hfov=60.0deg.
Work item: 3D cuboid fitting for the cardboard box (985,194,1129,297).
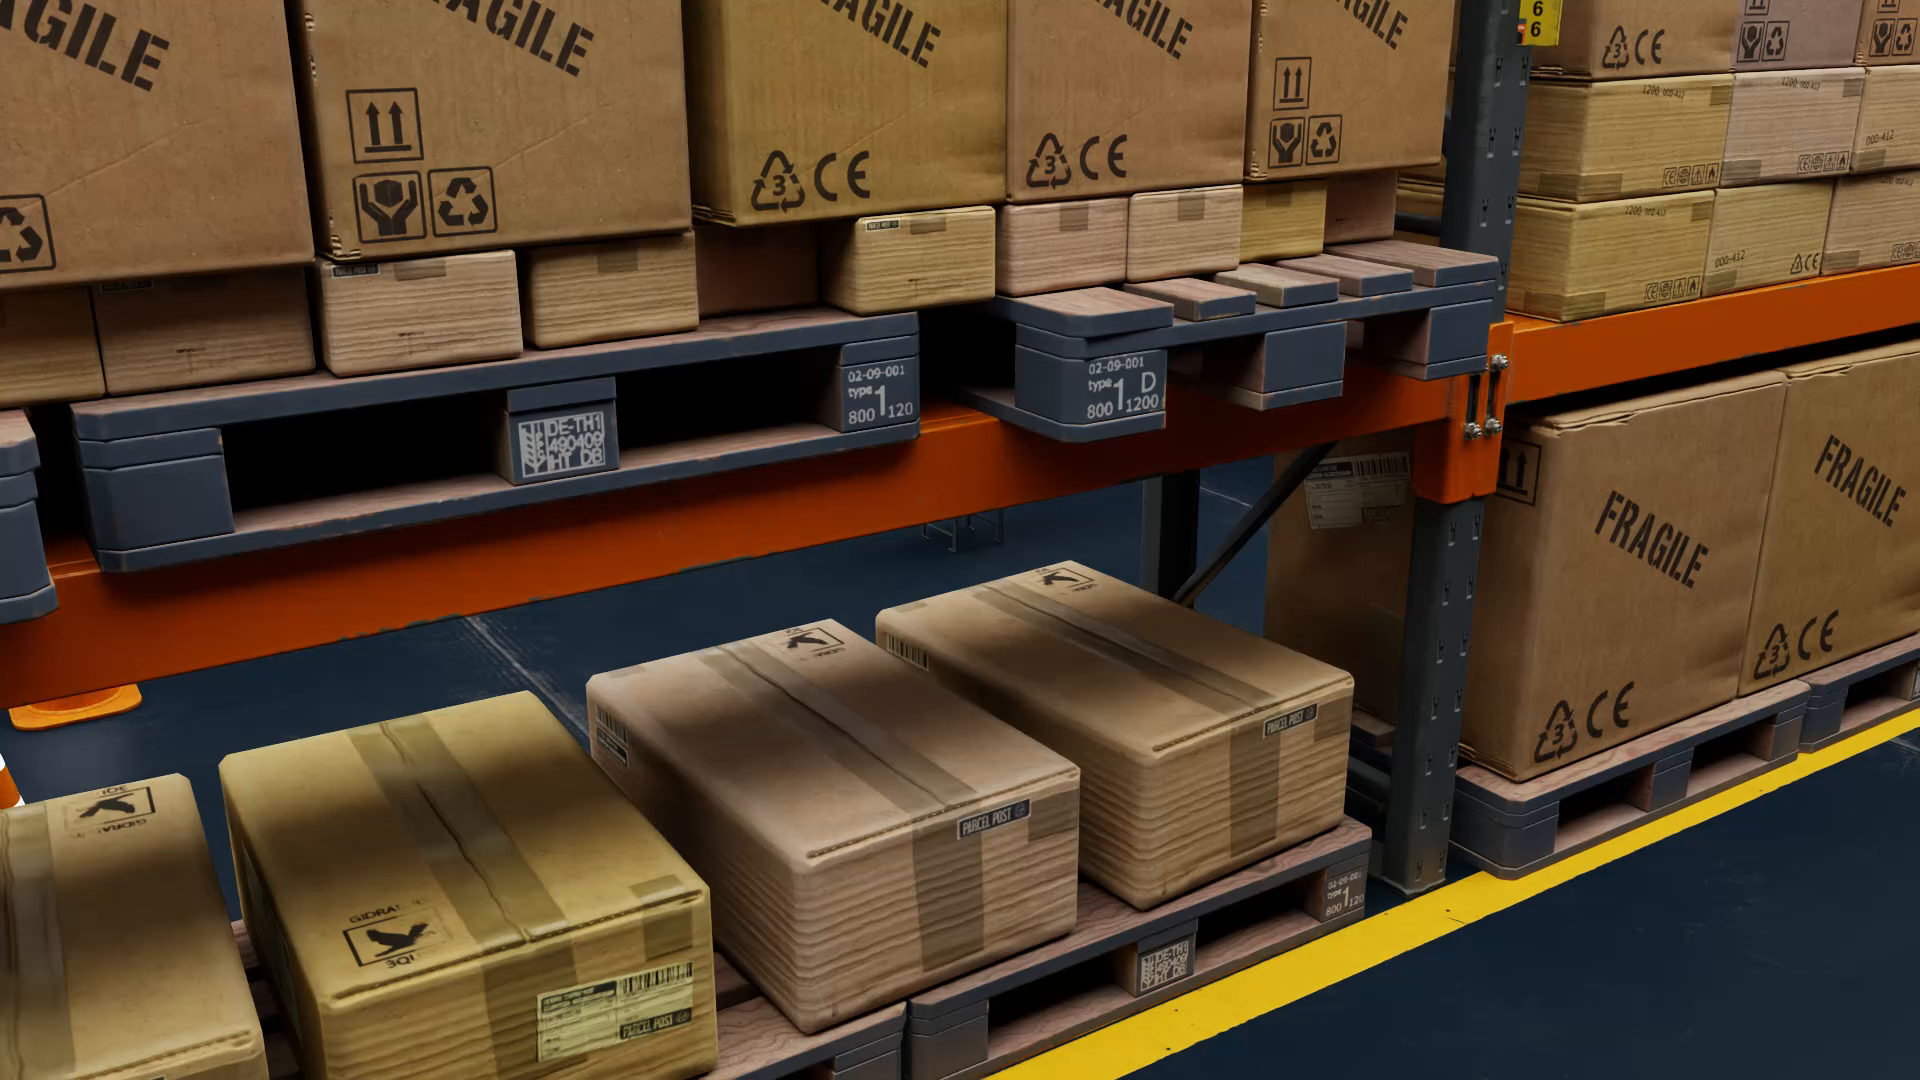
[{"bbox_3d":[0.075,-0.535,2.881,0.250,0.149,0.380,-13,23,-34],"label":"cardboard box"}]

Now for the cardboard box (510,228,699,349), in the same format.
[{"bbox_3d":[-0.591,-0.406,2.499,0.250,0.149,0.380,-13,22,-33],"label":"cardboard box"}]

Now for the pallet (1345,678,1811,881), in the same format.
[{"bbox_3d":[1.503,0.461,4.551,1.213,0.211,1.003,-12,22,-31],"label":"pallet"}]

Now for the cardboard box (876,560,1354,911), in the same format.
[{"bbox_3d":[0.326,0.402,3.820,0.625,0.372,0.950,-14,23,-35],"label":"cardboard box"}]

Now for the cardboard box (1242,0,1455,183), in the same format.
[{"bbox_3d":[0.577,-0.974,3.165,0.500,0.500,0.500,-13,22,-33],"label":"cardboard box"}]

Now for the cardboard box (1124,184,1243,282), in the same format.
[{"bbox_3d":[0.289,-0.577,3.006,0.250,0.149,0.380,-12,22,-32],"label":"cardboard box"}]

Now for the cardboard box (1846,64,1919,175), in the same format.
[{"bbox_3d":[2.218,-1.105,4.284,0.500,0.250,0.500,-12,22,-32],"label":"cardboard box"}]

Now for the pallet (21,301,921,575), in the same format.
[{"bbox_3d":[-0.827,-0.291,2.720,1.213,0.211,1.003,-12,22,-31],"label":"pallet"}]

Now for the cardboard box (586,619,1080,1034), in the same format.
[{"bbox_3d":[-0.286,0.534,3.429,0.625,0.372,0.950,-12,22,-32],"label":"cardboard box"}]

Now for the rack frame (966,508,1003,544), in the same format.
[{"bbox_3d":[0.092,-0.446,6.158,0.006,0.900,0.240,-12,22,-31],"label":"rack frame"}]

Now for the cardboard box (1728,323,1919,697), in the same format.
[{"bbox_3d":[2.173,-0.189,4.782,0.875,0.875,0.875,-12,22,-31],"label":"cardboard box"}]

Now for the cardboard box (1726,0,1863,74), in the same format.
[{"bbox_3d":[1.759,-1.373,3.907,0.500,0.500,0.500,-12,22,-31],"label":"cardboard box"}]

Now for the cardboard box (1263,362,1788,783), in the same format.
[{"bbox_3d":[1.426,-0.033,4.320,0.875,0.875,0.875,-12,22,-32],"label":"cardboard box"}]

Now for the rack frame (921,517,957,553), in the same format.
[{"bbox_3d":[-0.078,-0.410,6.052,0.006,0.900,0.240,-12,22,-31],"label":"rack frame"}]

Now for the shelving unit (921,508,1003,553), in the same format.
[{"bbox_3d":[0.007,-0.428,6.105,0.210,0.900,0.258,-12,22,-31],"label":"shelving unit"}]

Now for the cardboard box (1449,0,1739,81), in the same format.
[{"bbox_3d":[1.350,-1.284,3.640,0.500,0.500,0.500,-13,22,-33],"label":"cardboard box"}]

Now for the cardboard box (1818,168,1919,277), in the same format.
[{"bbox_3d":[2.211,-0.875,4.383,0.500,0.250,0.500,-11,22,-30],"label":"cardboard box"}]

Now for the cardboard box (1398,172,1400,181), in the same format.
[{"bbox_3d":[1.068,-1.060,4.150,0.500,0.250,0.500,-12,22,-32],"label":"cardboard box"}]

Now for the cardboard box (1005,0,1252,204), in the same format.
[{"bbox_3d":[0.151,-0.880,2.887,0.500,0.500,0.500,-12,22,-32],"label":"cardboard box"}]

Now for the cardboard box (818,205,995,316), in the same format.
[{"bbox_3d":[-0.148,-0.483,2.726,0.250,0.149,0.380,-11,22,-30],"label":"cardboard box"}]

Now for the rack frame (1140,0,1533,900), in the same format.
[{"bbox_3d":[0.803,-0.741,3.753,0.127,3.000,1.000,-12,22,-31],"label":"rack frame"}]

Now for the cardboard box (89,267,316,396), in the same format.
[{"bbox_3d":[-1.049,-0.318,2.240,0.250,0.149,0.380,-12,22,-31],"label":"cardboard box"}]

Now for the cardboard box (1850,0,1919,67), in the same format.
[{"bbox_3d":[2.199,-1.460,4.164,0.500,0.500,0.500,-11,22,-30],"label":"cardboard box"}]

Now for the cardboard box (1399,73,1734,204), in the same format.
[{"bbox_3d":[1.362,-0.930,3.766,0.500,0.250,0.500,-12,22,-32],"label":"cardboard box"}]

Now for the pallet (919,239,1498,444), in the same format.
[{"bbox_3d":[0.267,-0.496,3.328,1.003,0.211,1.213,-12,22,-31],"label":"pallet"}]

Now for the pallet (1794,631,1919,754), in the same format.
[{"bbox_3d":[2.521,0.248,5.183,1.213,0.211,1.003,-12,22,-31],"label":"pallet"}]

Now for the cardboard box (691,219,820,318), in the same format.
[{"bbox_3d":[-0.427,-0.472,2.695,0.250,0.149,0.380,-12,22,-31],"label":"cardboard box"}]

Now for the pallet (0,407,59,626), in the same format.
[{"bbox_3d":[-1.819,-0.041,1.983,1.213,0.211,1.003,-12,22,-31],"label":"pallet"}]

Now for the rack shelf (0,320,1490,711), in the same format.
[{"bbox_3d":[-0.867,-0.048,2.826,4.000,0.370,1.077,-12,22,-31],"label":"rack shelf"}]

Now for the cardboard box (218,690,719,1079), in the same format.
[{"bbox_3d":[-0.922,0.666,3.039,0.625,0.372,0.950,-11,22,-30],"label":"cardboard box"}]

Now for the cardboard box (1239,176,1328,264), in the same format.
[{"bbox_3d":[0.475,-0.634,3.172,0.250,0.149,0.380,-12,22,-31],"label":"cardboard box"}]

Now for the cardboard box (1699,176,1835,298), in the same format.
[{"bbox_3d":[1.770,-0.784,4.115,0.500,0.250,0.500,-13,22,-33],"label":"cardboard box"}]

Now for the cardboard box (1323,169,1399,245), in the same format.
[{"bbox_3d":[0.659,-0.700,3.369,0.250,0.149,0.380,-11,22,-29],"label":"cardboard box"}]

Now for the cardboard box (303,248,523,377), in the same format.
[{"bbox_3d":[-0.798,-0.351,2.337,0.250,0.149,0.380,-11,22,-29],"label":"cardboard box"}]

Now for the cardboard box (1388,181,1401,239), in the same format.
[{"bbox_3d":[1.083,-0.829,4.246,0.500,0.250,0.500,-13,23,-33],"label":"cardboard box"}]

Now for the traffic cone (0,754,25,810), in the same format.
[{"bbox_3d":[-2.272,0.572,3.829,0.334,0.463,0.336,-12,22,-31],"label":"traffic cone"}]

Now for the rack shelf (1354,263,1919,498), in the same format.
[{"bbox_3d":[2.474,-0.753,4.910,4.000,0.370,1.077,-12,22,-31],"label":"rack shelf"}]

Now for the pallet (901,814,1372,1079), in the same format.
[{"bbox_3d":[0.150,0.717,3.794,1.213,0.211,1.003,-12,22,-31],"label":"pallet"}]

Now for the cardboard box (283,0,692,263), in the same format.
[{"bbox_3d":[-0.726,-0.695,2.340,0.500,0.500,0.500,-13,23,-34],"label":"cardboard box"}]

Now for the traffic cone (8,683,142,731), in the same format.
[{"bbox_3d":[-2.579,0.254,4.771,0.334,0.463,0.336,-12,22,-31],"label":"traffic cone"}]

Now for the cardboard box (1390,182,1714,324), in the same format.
[{"bbox_3d":[1.351,-0.689,3.833,0.500,0.250,0.500,-12,22,-32],"label":"cardboard box"}]

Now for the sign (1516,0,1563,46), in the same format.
[{"bbox_3d":[1.110,-1.109,3.156,0.005,0.325,0.100,-12,22,-31],"label":"sign"}]

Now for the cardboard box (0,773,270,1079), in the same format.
[{"bbox_3d":[-1.502,0.789,2.675,0.625,0.372,0.950,-10,21,-28],"label":"cardboard box"}]

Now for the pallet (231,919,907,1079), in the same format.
[{"bbox_3d":[-0.868,0.931,3.162,1.213,0.211,1.003,-12,22,-31],"label":"pallet"}]

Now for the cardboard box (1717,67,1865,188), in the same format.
[{"bbox_3d":[1.795,-1.021,4.034,0.500,0.250,0.500,-11,22,-30],"label":"cardboard box"}]

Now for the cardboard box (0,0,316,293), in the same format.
[{"bbox_3d":[-1.150,-0.601,2.064,0.500,0.500,0.500,-12,22,-32],"label":"cardboard box"}]

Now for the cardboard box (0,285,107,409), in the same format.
[{"bbox_3d":[-1.256,-0.275,2.112,0.250,0.149,0.380,-12,22,-31],"label":"cardboard box"}]

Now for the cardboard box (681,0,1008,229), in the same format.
[{"bbox_3d":[-0.270,-0.791,2.623,0.500,0.500,0.500,-14,23,-35],"label":"cardboard box"}]
